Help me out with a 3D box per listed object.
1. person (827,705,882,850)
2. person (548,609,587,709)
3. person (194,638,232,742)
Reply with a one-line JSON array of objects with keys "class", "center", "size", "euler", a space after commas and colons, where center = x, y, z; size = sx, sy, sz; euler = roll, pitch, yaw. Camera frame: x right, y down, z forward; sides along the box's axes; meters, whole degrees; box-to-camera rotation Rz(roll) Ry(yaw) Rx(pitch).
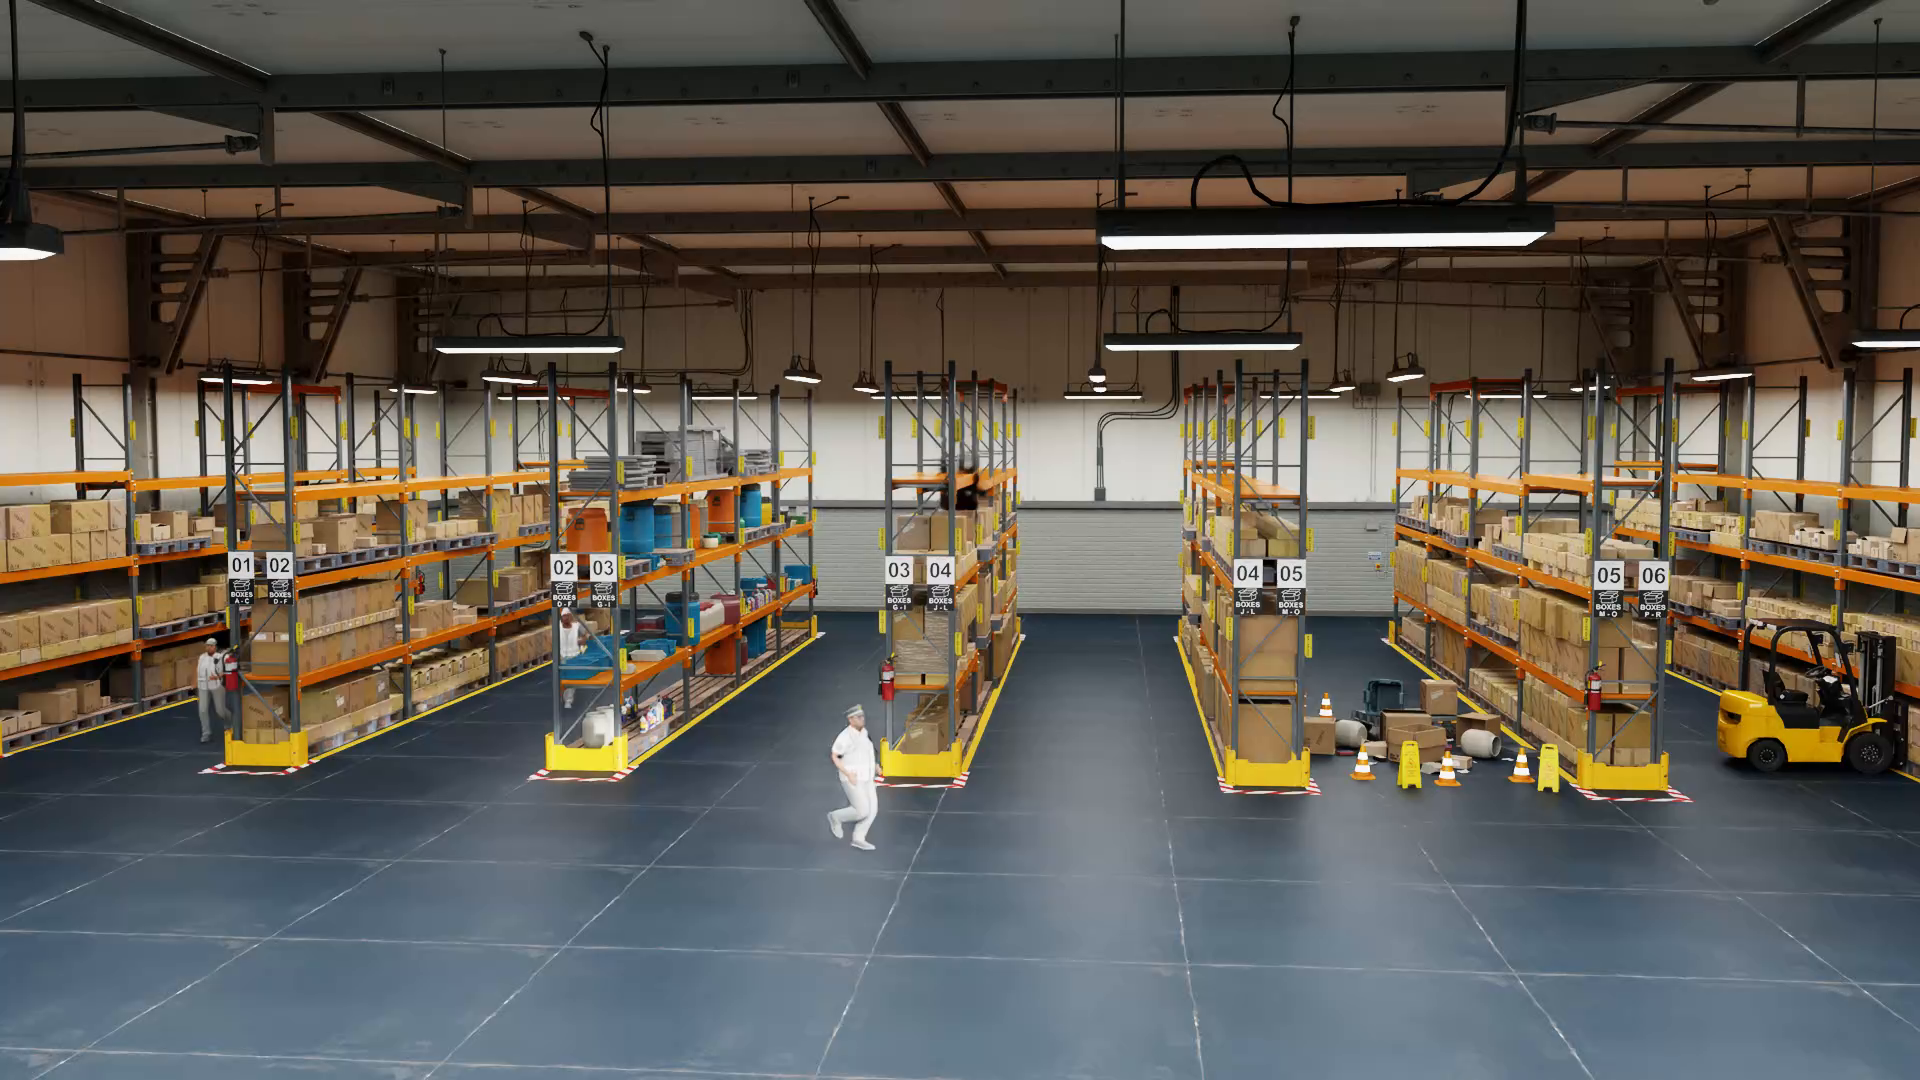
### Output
[{"class": "person", "center": [-1.260, 2.832, 19.928], "size": [0.602, 1.736, 0.664], "euler": [2, 4, 32]}, {"class": "person", "center": [-7.144, 2.135, 30.246], "size": [0.678, 1.784, 0.928], "euler": [-1, 4, -10]}, {"class": "person", "center": [-12.125, 2.410, 26.978], "size": [0.620, 1.634, 0.823], "euler": [0, 4, -3]}]
